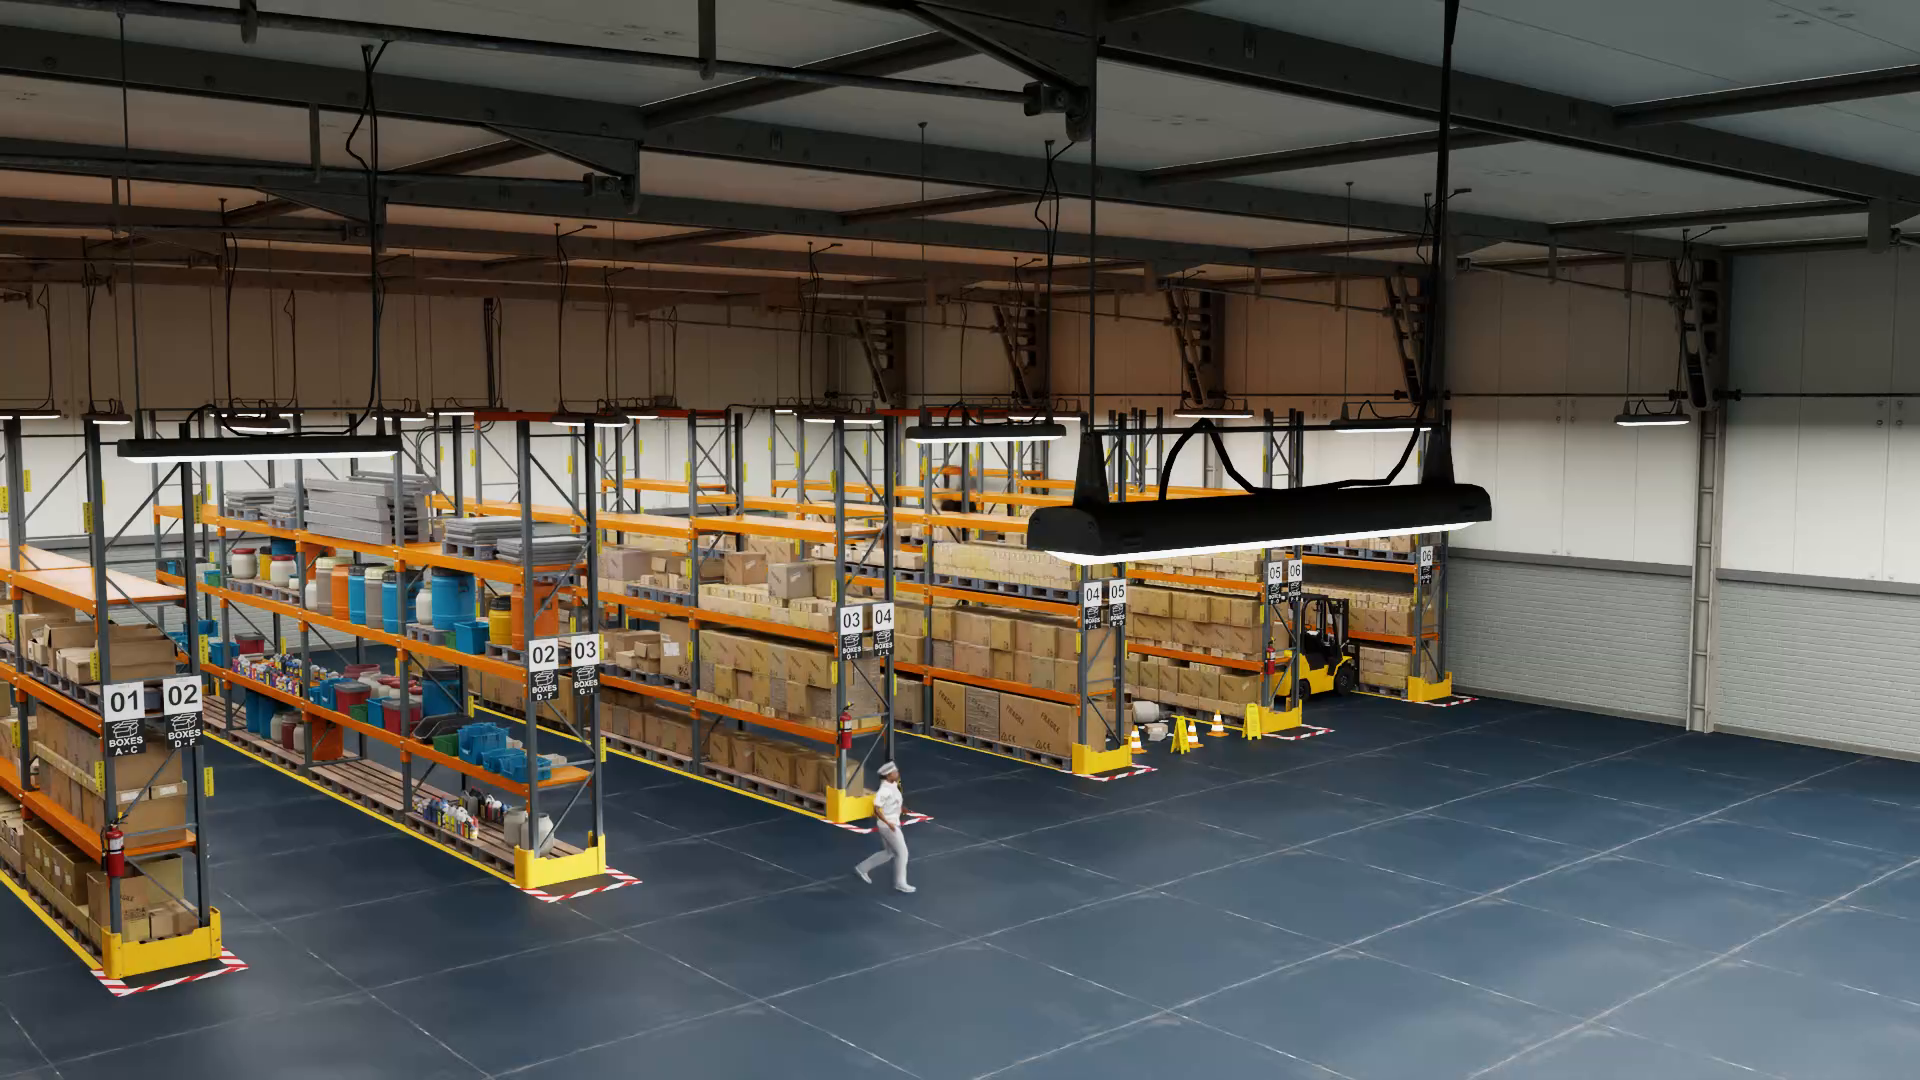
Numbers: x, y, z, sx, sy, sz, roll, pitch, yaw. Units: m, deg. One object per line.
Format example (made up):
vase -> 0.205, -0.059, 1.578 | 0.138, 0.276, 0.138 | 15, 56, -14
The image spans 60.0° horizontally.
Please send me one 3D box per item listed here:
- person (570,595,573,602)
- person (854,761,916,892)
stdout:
person -> -8.889, 2.065, 38.201 | 0.729, 1.769, 0.909 | -1, 5, -15
person -> -0.952, 3.642, 21.161 | 0.792, 1.703, 0.574 | 0, 5, -3
